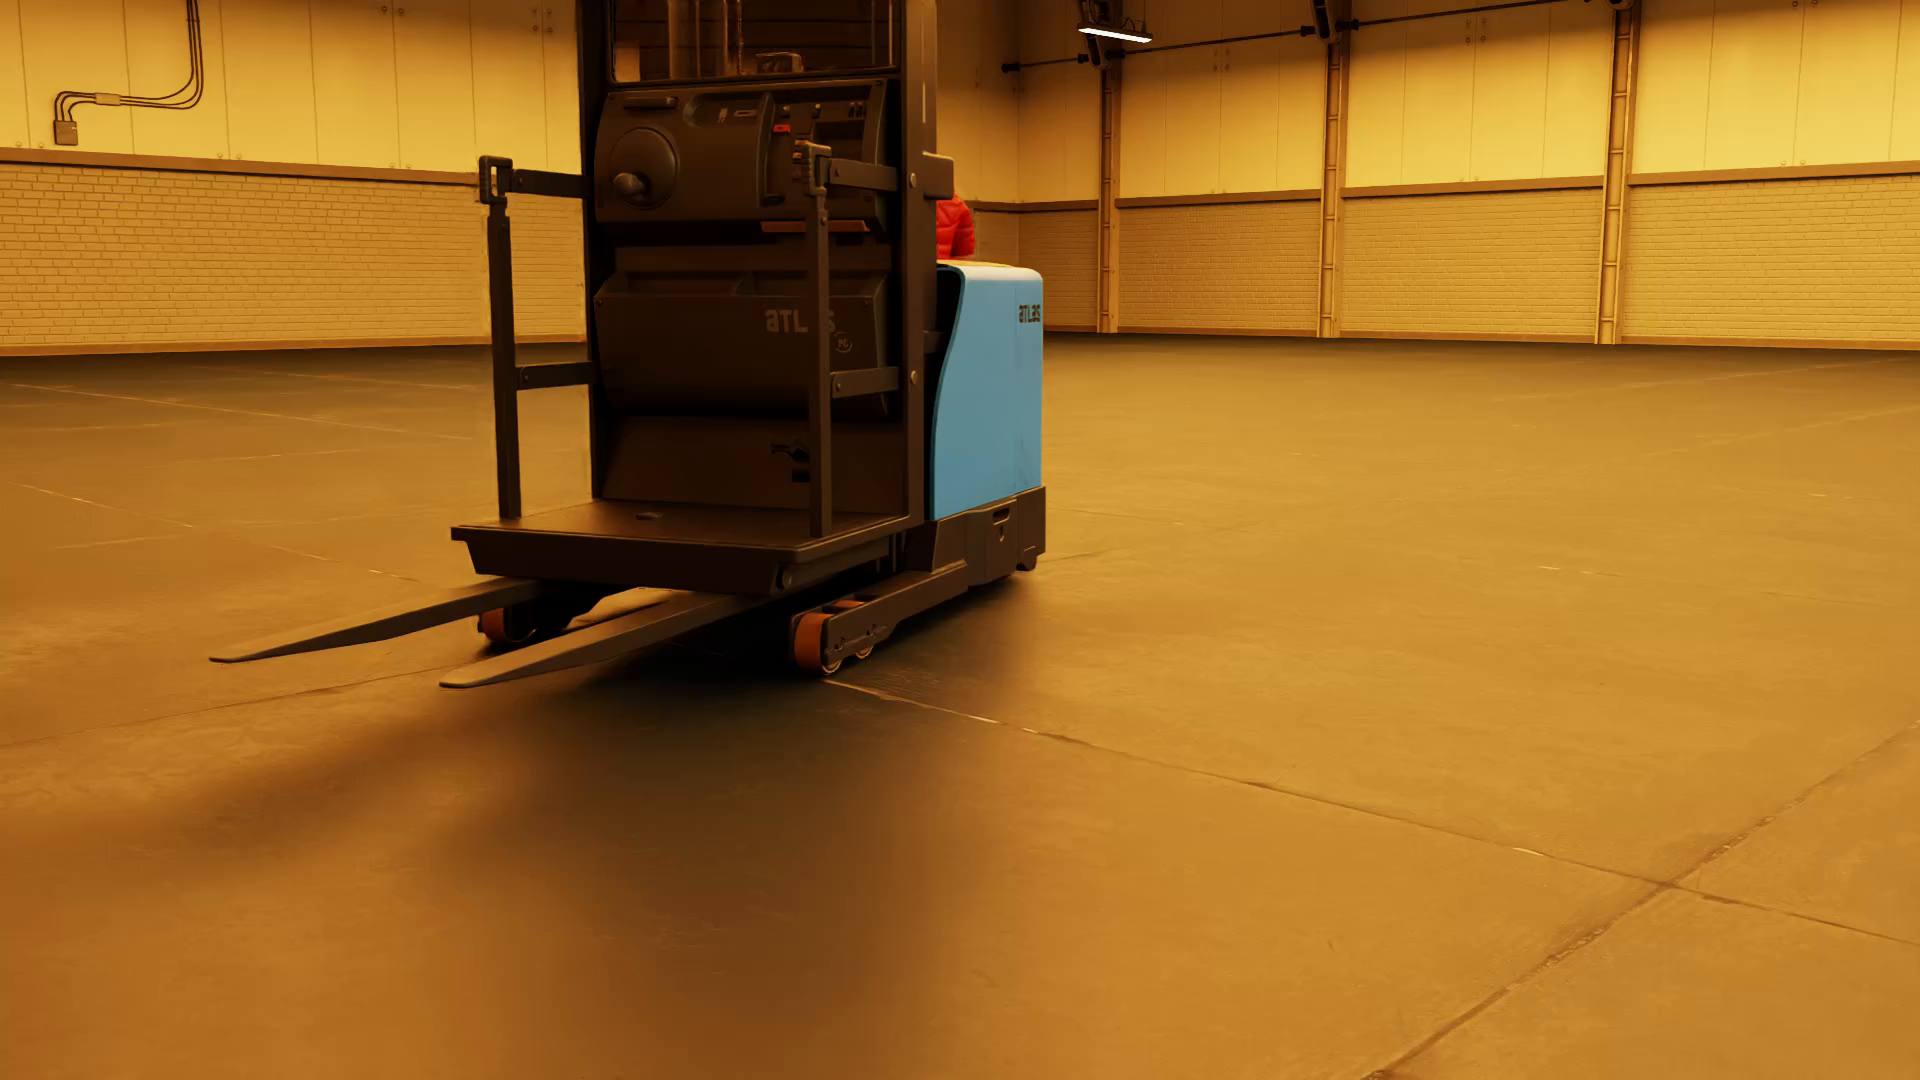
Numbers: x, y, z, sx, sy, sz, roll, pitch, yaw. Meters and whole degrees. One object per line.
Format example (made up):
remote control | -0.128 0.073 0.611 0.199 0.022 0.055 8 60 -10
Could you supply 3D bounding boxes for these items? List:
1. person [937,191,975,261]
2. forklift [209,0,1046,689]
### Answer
person | -0.273 -0.866 6.851 0.891 1.679 0.692 5 10 32
forklift | -0.722 -1.166 4.620 1.130 2.935 3.031 3 9 22
